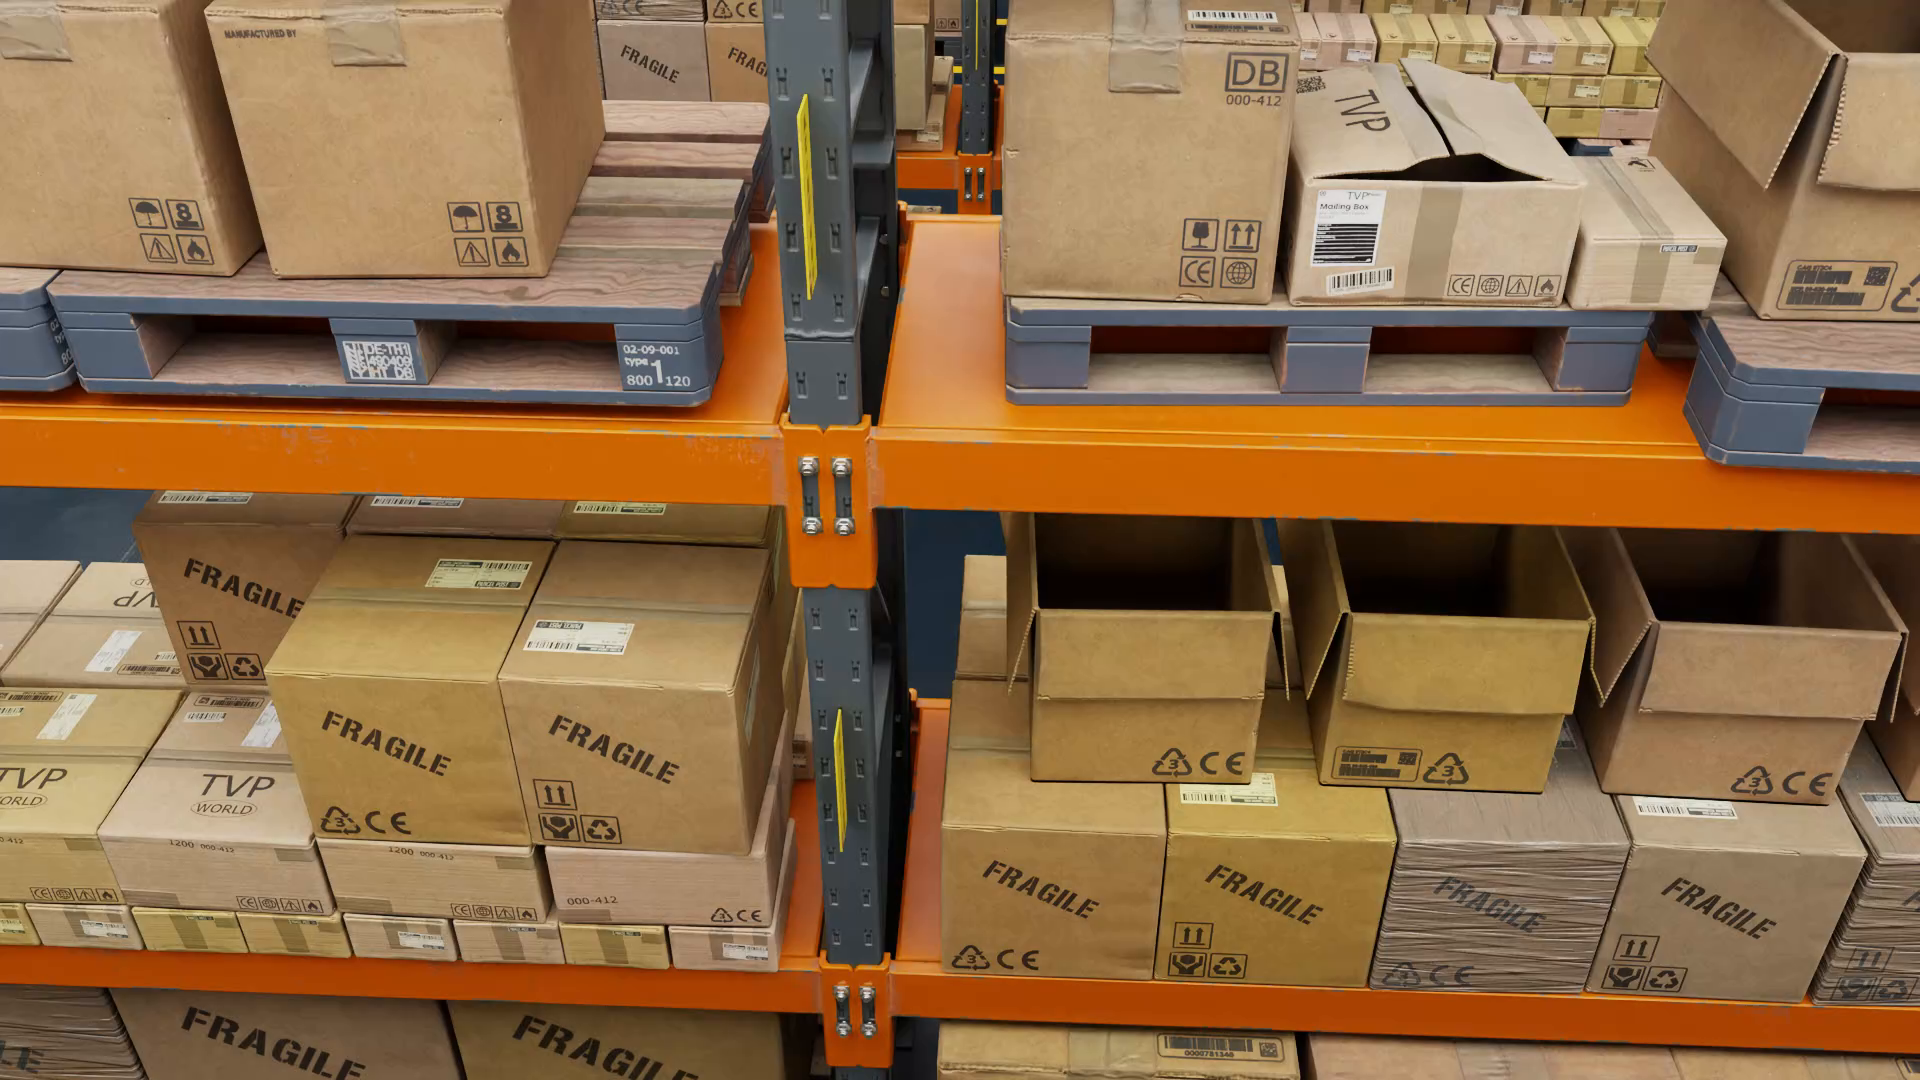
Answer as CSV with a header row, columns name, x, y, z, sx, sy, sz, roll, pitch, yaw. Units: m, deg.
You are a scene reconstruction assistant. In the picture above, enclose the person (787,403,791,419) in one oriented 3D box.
name,x,y,z,sx,sy,sz,roll,pitch,yaw
person,-0.858,-0.095,6.265,0.563,1.782,0.493,2,35,2
